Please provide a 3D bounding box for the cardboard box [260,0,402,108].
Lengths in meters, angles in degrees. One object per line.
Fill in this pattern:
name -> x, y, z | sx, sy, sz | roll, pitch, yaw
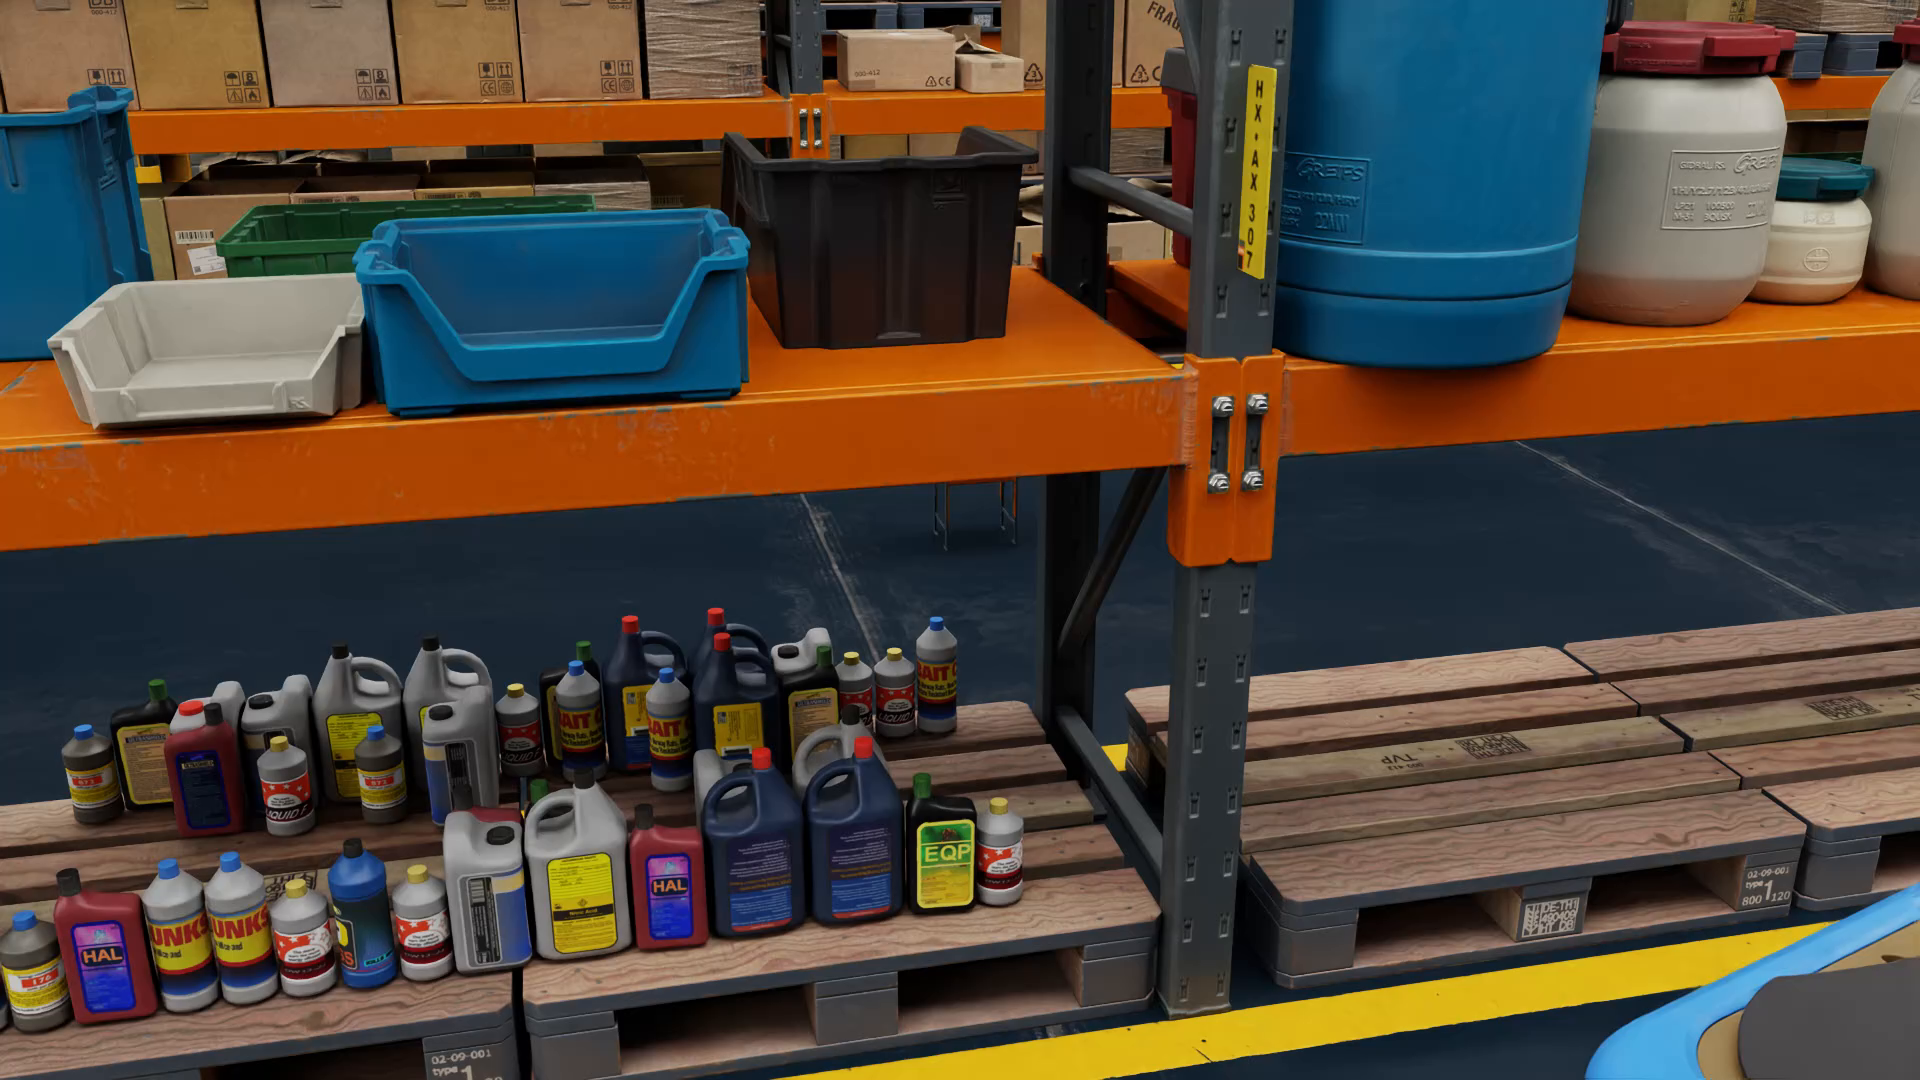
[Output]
cardboard box -> -2.709, -2.186, 7.275 | 0.500, 0.500, 0.700 | -4, 21, -11

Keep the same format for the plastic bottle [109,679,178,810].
plastic bottle -> -1.740, 0.437, 3.569 | 0.133, 0.283, 0.061 | -4, 21, -11

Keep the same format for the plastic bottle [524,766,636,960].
plastic bottle -> -0.705, 0.585, 3.069 | 0.185, 0.351, 0.144 | -5, 21, -13

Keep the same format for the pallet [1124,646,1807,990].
pallet -> 1.112, 0.593, 3.888 | 1.213, 0.211, 1.003 | -5, 21, -12

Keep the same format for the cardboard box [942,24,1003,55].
cardboard box -> 0.034, -2.367, 8.111 | 0.258, 0.266, 0.396 | -5, 21, -14

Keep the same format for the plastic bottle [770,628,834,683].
plastic bottle -> -0.363, 0.345, 3.832 | 0.135, 0.276, 0.152 | -4, 20, -11

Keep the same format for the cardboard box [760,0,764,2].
cardboard box -> -1.420, -4.239, 12.242 | 0.500, 0.500, 0.700 | -5, 21, -12

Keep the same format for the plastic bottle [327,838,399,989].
plastic bottle -> -1.072, 0.660, 2.979 | 0.097, 0.271, 0.097 | 0, 20, 0

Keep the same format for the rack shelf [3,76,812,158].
rack shelf -> -2.726, -1.803, 7.422 | 4.000, 0.370, 1.077 | -5, 21, -12

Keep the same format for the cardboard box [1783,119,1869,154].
cardboard box -> 5.018, -2.241, 9.477 | 0.500, 0.250, 0.500 | -5, 21, -14

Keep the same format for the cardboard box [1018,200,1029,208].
cardboard box -> 0.053, -1.640, 8.502 | 0.500, 0.311, 0.500 | -4, 21, -11

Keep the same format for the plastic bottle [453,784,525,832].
plastic bottle -> -0.889, 0.592, 3.146 | 0.133, 0.283, 0.061 | -5, 21, -12

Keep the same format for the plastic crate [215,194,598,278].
plastic crate -> -1.029, -0.528, 3.204 | 0.662, 0.188, 0.450 | -5, 21, -12

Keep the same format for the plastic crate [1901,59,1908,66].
plastic crate -> 2.606, -0.962, 3.987 | 0.583, 0.464, 0.402 | -5, 21, -12

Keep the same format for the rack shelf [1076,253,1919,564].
rack shelf -> 2.303, -0.461, 3.759 | 4.000, 0.370, 1.077 | -5, 21, -12

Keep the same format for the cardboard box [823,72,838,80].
cardboard box -> -0.783, -3.442, 12.754 | 0.500, 0.250, 0.500 | -5, 21, -14

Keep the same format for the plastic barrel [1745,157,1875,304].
plastic barrel -> 1.680, -0.629, 3.372 | 0.301, 0.262, 0.301 | 0, 20, 0

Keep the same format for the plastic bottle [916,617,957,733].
plastic bottle -> -0.054, 0.312, 3.928 | 0.097, 0.271, 0.097 | 0, 20, 0

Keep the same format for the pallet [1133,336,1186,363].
pallet -> 1.118, -1.159, 8.671 | 1.213, 0.211, 1.003 | -5, 21, -12

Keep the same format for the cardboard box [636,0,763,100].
cardboard box -> -1.210, -2.309, 7.611 | 0.500, 0.500, 0.700 | -5, 21, -14

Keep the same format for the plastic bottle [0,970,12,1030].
plastic bottle -> -1.700, 0.711, 2.839 | 0.097, 0.271, 0.097 | 0, 20, 0

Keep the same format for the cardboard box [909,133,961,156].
cardboard box -> -0.214, -3.138, 13.015 | 0.500, 0.500, 0.700 | -4, 21, -12

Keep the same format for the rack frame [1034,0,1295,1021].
rack frame -> 0.357, -0.641, 3.203 | 0.127, 3.000, 1.000 | -5, 21, -12

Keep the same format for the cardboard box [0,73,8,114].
cardboard box -> -4.215, -2.062, 6.938 | 0.500, 0.500, 0.700 | -5, 21, -12

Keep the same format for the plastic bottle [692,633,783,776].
plastic bottle -> -0.491, 0.370, 3.656 | 0.185, 0.351, 0.144 | -5, 21, -12

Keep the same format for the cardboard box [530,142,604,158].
cardboard box -> -2.924, -2.894, 12.349 | 0.500, 0.500, 0.500 | -6, 21, -17

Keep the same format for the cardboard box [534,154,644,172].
cardboard box -> -1.788, -1.583, 8.072 | 0.500, 0.500, 0.500 | -5, 21, -12

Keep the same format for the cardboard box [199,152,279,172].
cardboard box -> -5.122, -2.609, 11.846 | 0.500, 0.311, 0.500 | -7, 21, -19

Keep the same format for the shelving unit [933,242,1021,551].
shelving unit -> 0.052, -0.497, 5.646 | 0.252, 1.050, 0.215 | -5, 21, -12

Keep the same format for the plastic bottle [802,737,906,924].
plastic bottle -> -0.204, 0.544, 3.180 | 0.185, 0.351, 0.144 | -5, 21, -14

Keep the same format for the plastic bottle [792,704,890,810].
plastic bottle -> -0.237, 0.496, 3.312 | 0.185, 0.351, 0.144 | -5, 21, -12

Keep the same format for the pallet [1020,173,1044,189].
pallet -> 0.024, -2.807, 13.172 | 1.213, 0.211, 1.003 | -5, 21, -12

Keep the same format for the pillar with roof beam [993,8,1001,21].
pillar with roof beam -> 1.496, -5.836, 8.664 | 0.400, 9.000, 9.100 | -5, 21, -12

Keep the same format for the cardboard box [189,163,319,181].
cardboard box -> -3.249, -1.467, 7.755 | 0.500, 0.500, 0.500 | -5, 21, -12

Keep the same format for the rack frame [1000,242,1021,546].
rack frame -> 0.171, -0.507, 5.672 | 0.008, 1.050, 0.200 | -5, 21, -12

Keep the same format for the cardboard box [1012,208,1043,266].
cardboard box -> 0.168, -1.456, 7.999 | 0.500, 0.311, 0.500 | -5, 21, -13

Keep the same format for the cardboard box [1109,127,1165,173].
cardboard box -> 1.281, -3.232, 13.271 | 0.500, 0.500, 0.700 | -4, 21, -12

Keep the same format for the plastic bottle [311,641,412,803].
plastic bottle -> -1.303, 0.385, 3.615 | 0.185, 0.351, 0.144 | -4, 20, -10

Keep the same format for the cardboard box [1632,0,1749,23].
cardboard box -> 3.700, -2.947, 8.744 | 0.500, 0.500, 0.700 | -12, 24, -31

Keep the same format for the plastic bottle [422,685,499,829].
plastic bottle -> -1.063, 0.453, 3.538 | 0.135, 0.276, 0.152 | -5, 21, -12

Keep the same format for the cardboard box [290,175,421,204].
cardboard box -> -2.639, -1.327, 7.372 | 0.500, 0.500, 0.500 | -5, 21, -12

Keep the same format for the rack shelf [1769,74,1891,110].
rack shelf -> 5.059, -2.436, 9.150 | 4.000, 0.370, 1.077 | -5, 21, -12

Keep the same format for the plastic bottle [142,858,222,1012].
plastic bottle -> -1.366, 0.684, 2.913 | 0.097, 0.271, 0.097 | 0, 20, 0

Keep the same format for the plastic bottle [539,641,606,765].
plastic bottle -> -0.878, 0.367, 3.761 | 0.133, 0.283, 0.061 | -4, 20, -10

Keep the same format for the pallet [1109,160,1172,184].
pallet -> 1.209, -2.903, 13.432 | 1.213, 0.211, 1.003 | -5, 21, -12
